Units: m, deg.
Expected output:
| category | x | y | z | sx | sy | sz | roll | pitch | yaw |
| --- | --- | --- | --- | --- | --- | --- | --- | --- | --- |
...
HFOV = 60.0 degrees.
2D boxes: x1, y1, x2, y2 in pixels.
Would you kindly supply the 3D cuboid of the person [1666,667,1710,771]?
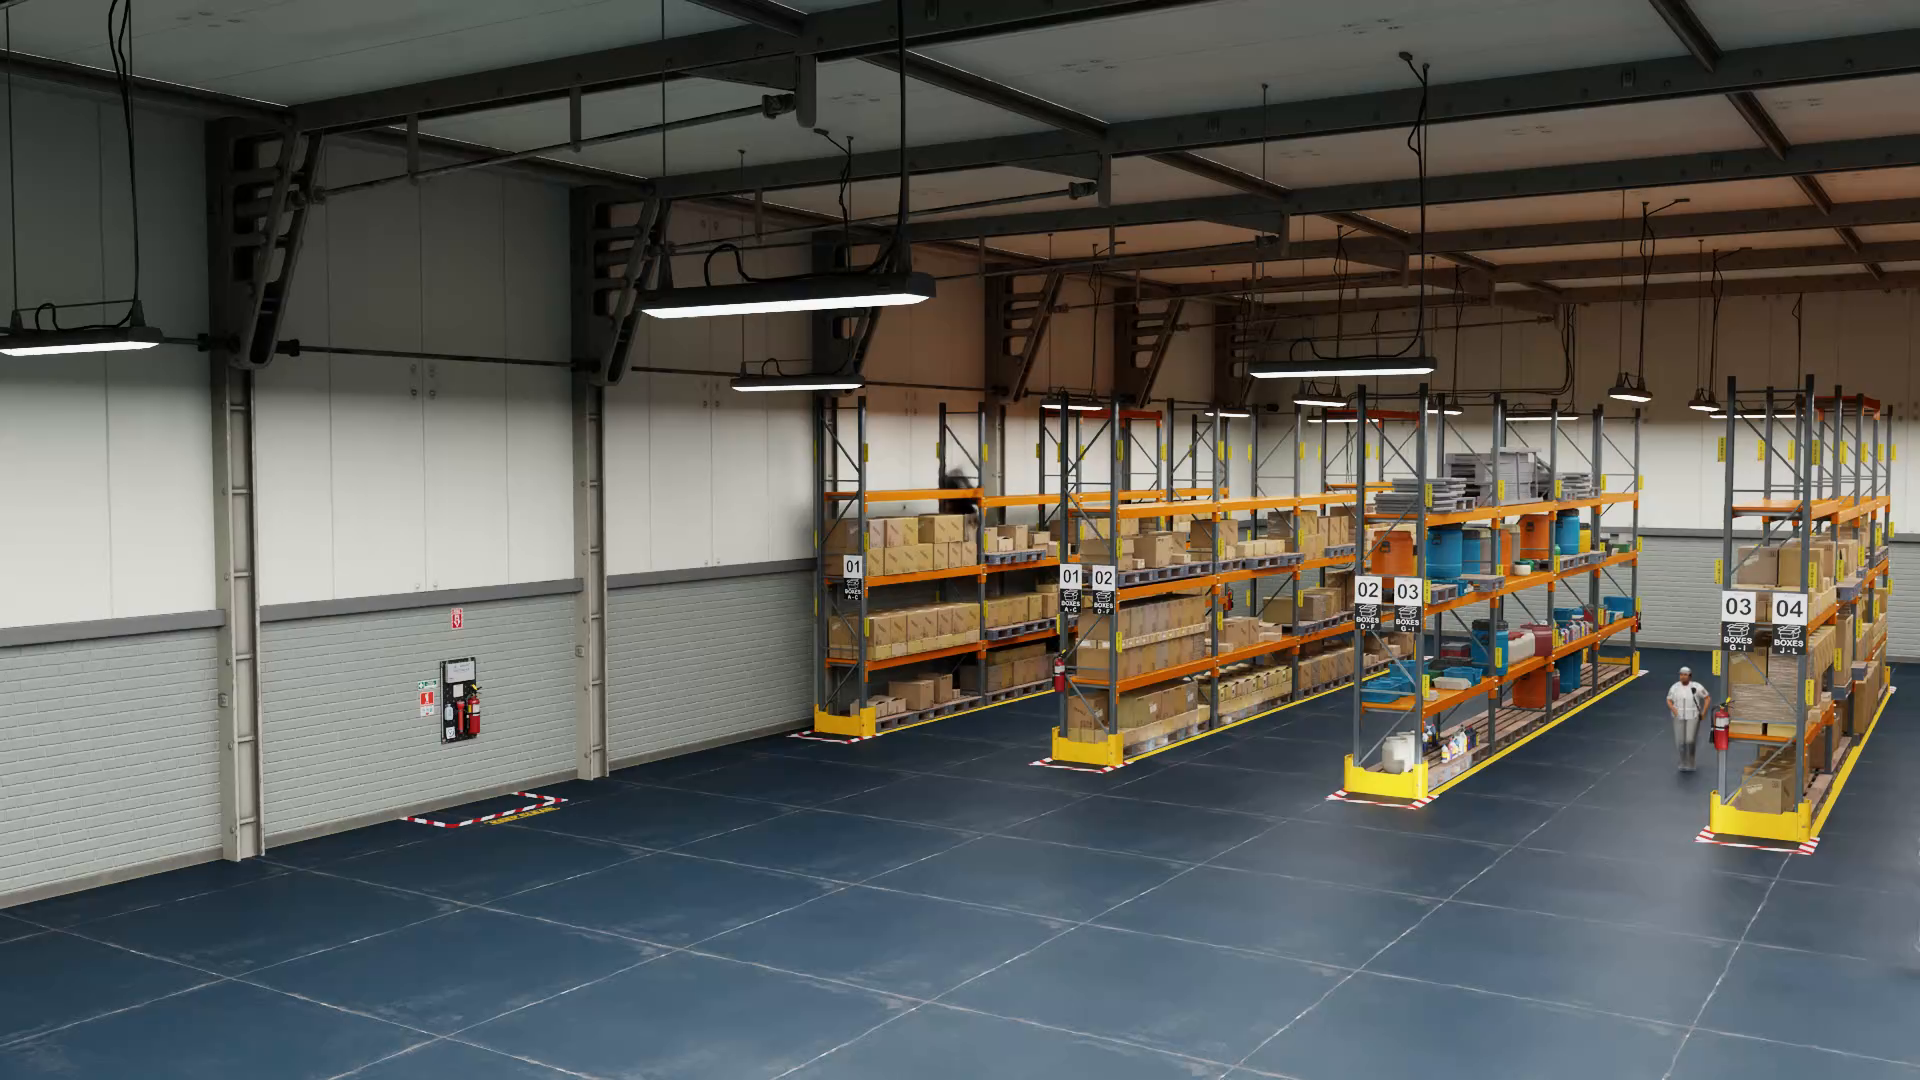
| category | x | y | z | sx | sy | sz | roll | pitch | yaw |
| --- | --- | --- | --- | --- | --- | --- | --- | --- | --- |
| person | 11.398 | 2.811 | 26.095 | 0.608 | 1.631 | 0.598 | 2 | 4 | 35 |
